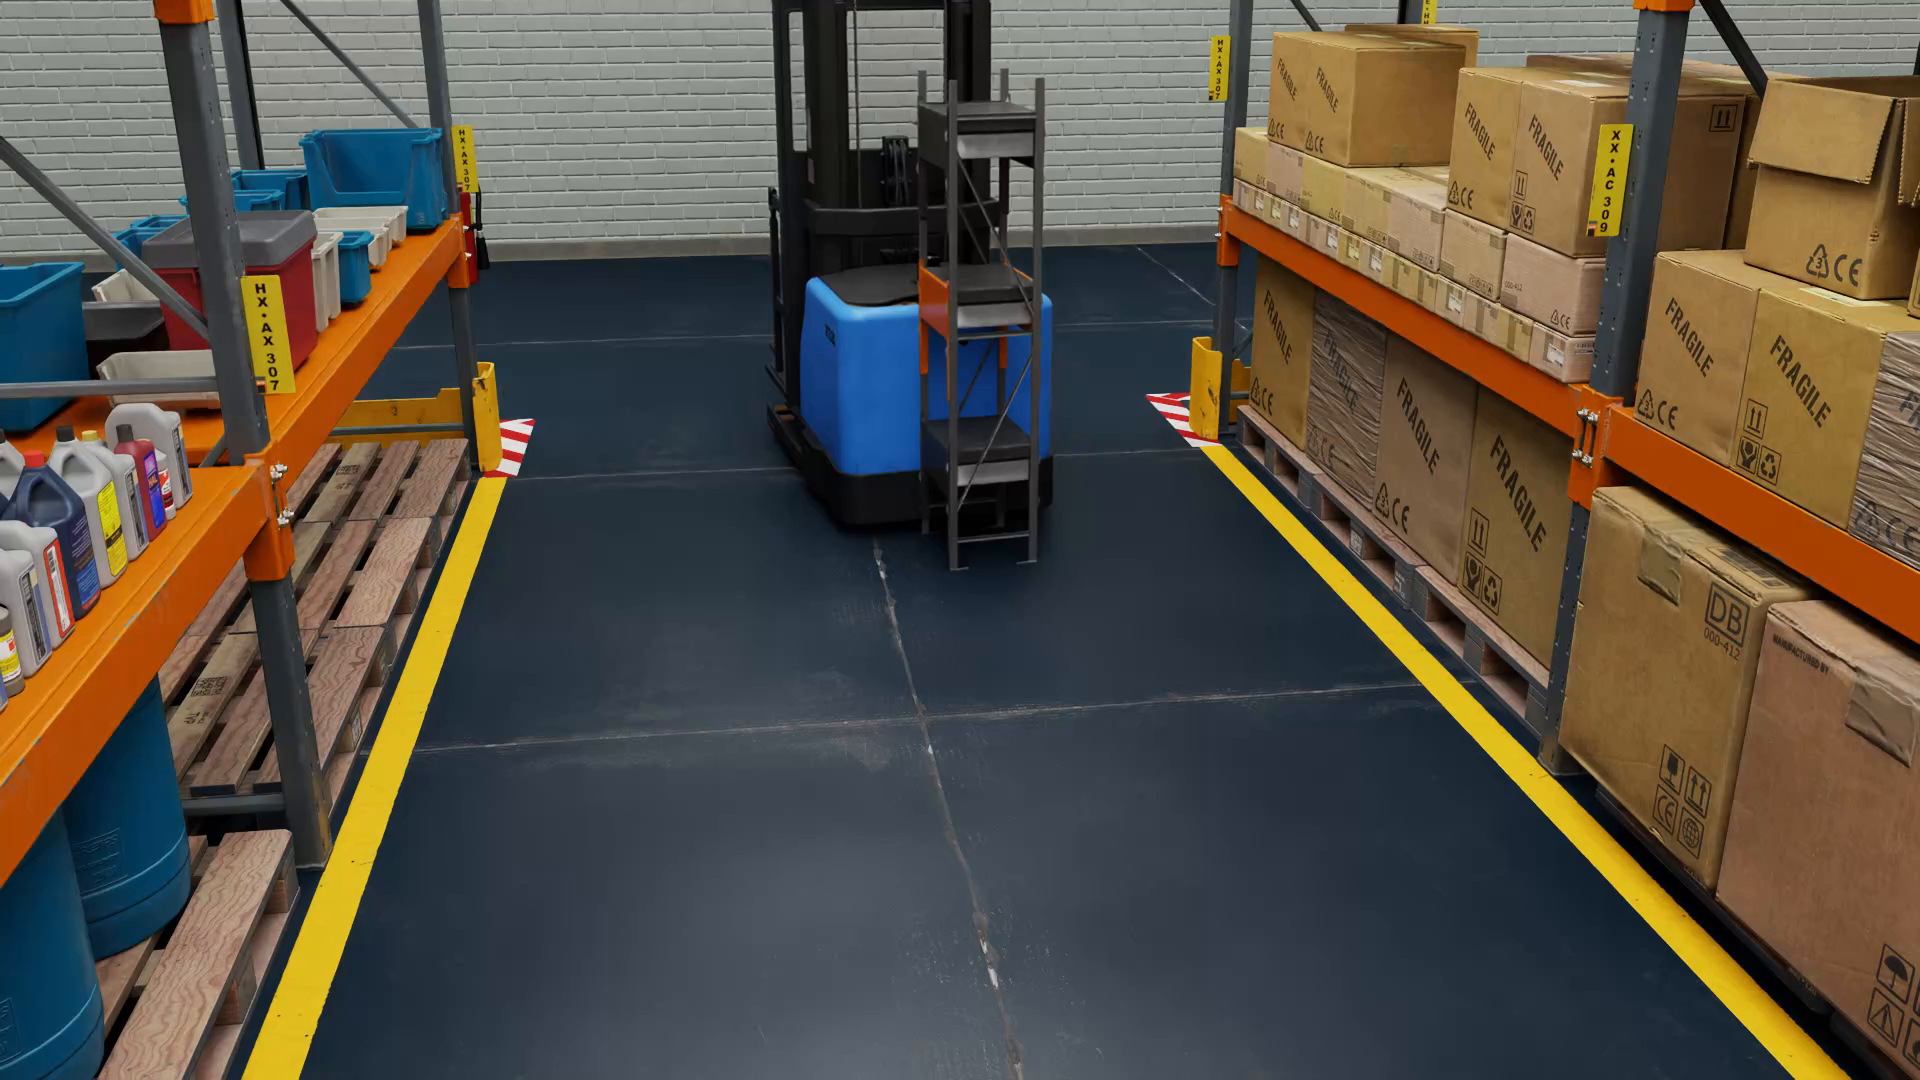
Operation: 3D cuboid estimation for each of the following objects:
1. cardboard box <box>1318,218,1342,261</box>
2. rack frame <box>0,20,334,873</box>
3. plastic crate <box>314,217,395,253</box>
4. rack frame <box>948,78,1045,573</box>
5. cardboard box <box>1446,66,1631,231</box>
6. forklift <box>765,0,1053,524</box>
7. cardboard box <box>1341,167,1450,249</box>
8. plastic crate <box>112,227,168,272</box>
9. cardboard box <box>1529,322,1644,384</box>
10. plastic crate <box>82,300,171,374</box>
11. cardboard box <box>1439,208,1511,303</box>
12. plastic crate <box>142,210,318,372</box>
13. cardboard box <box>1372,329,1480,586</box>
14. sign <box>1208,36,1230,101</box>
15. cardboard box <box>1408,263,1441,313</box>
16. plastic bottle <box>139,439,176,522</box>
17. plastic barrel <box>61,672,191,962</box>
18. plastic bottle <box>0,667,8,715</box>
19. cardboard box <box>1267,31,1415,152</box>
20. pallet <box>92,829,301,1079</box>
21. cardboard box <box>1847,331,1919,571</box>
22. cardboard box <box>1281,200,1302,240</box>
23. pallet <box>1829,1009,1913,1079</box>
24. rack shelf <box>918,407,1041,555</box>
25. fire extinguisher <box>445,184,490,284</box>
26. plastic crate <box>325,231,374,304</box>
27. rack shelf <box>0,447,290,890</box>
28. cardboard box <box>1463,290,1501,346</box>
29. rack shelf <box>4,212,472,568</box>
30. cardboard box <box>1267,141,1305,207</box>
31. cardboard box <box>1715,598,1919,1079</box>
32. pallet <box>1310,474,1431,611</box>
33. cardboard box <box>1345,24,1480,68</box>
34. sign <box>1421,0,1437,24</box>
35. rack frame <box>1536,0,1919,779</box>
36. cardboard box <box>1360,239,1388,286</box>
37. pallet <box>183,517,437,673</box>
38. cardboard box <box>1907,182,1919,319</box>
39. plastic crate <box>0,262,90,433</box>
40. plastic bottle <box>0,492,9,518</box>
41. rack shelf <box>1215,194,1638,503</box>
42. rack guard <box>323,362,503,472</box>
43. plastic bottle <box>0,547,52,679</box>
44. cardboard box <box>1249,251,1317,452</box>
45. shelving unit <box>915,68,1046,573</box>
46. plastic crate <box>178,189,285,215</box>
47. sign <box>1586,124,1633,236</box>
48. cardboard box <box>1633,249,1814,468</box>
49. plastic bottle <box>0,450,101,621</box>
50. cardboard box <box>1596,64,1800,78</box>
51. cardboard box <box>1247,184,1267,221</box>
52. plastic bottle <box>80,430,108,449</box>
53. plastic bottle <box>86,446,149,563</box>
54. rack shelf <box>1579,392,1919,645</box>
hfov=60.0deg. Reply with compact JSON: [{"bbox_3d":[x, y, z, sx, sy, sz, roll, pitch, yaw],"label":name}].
[{"bbox_3d":[1.810,-1.333,7.357,0.380,0.149,0.250,-3,21,-8],"label":"cardboard box"},{"bbox_3d":[-2.427,-0.400,4.501,1.000,3.000,0.127,-3,21,-8],"label":"rack frame"},{"bbox_3d":[-2.679,-1.316,7.243,0.396,0.136,0.243,-3,21,-8],"label":"plastic crate"},{"bbox_3d":[0.148,-0.861,7.021,0.400,2.100,0.015,-6,21,-15],"label":"rack frame"},{"bbox_3d":[2.076,-1.390,5.868,0.500,0.500,0.500,-3,21,-7],"label":"cardboard box"},{"bbox_3d":[-0.449,-1.928,8.688,1.130,2.935,3.031,-6,21,-15],"label":"forklift"},{"bbox_3d":[1.931,-1.390,6.941,0.500,0.250,0.500,-3,21,-9],"label":"cardboard box"},{"bbox_3d":[-3.060,-1.073,6.456,0.416,0.233,0.300,-3,21,-8],"label":"plastic crate"},{"bbox_3d":[2.107,-0.622,5.452,0.380,0.149,0.250,-3,21,-7],"label":"cardboard box"},{"bbox_3d":[-2.854,-0.674,5.540,0.437,0.125,0.590,-3,21,-8],"label":"plastic crate"},{"bbox_3d":[2.074,-1.038,5.997,0.500,0.250,0.500,-2,21,-6],"label":"cardboard box"},{"bbox_3d":[-2.307,-0.780,5.341,0.402,0.464,0.583,-3,21,-8],"label":"plastic crate"},{"bbox_3d":[2.329,-0.396,6.925,0.875,0.875,0.875,-3,21,-8],"label":"cardboard box"},{"bbox_3d":[1.348,-2.452,8.643,0.100,0.325,0.005,-3,21,-8],"label":"sign"},{"bbox_3d":[1.958,-0.978,6.406,0.380,0.149,0.250,-3,21,-7],"label":"cardboard box"},{"bbox_3d":[-2.006,-0.148,4.110,0.097,0.201,0.097,0,20,0],"label":"plastic bottle"},{"bbox_3d":[-2.365,0.575,4.288,0.600,0.901,0.708,-3,21,-8],"label":"plastic barrel"},{"bbox_3d":[-1.872,0.206,3.055,0.152,0.276,0.135,-3,21,-8],"label":"plastic bottle"},{"bbox_3d":[1.772,-2.103,7.776,0.500,0.500,0.500,-3,21,-9],"label":"cardboard box"},{"bbox_3d":[-2.357,1.175,4.268,1.003,0.211,1.213,-3,21,-8],"label":"pallet"},{"bbox_3d":[2.439,-0.178,3.762,0.500,0.500,0.500,-3,21,-9],"label":"cardboard box"},{"bbox_3d":[1.737,-1.510,7.832,0.380,0.149,0.250,-3,21,-9],"label":"cardboard box"},{"bbox_3d":[2.840,1.343,3.819,1.003,0.211,1.213,-3,21,-8],"label":"pallet"},{"bbox_3d":[0.081,-0.275,7.491,0.431,0.518,0.480,-6,21,-15],"label":"rack shelf"},{"bbox_3d":[-2.575,-1.650,8.489,0.296,0.674,0.183,-3,21,-8],"label":"fire extinguisher"},{"bbox_3d":[-2.453,-1.037,6.359,0.416,0.233,0.300,-3,21,-8],"label":"plastic crate"},{"bbox_3d":[-2.138,0.629,2.773,1.077,0.370,4.000,-3,21,-8],"label":"rack shelf"},{"bbox_3d":[2.032,-0.800,5.929,0.380,0.149,0.250,-3,21,-9],"label":"cardboard box"},{"bbox_3d":[-2.715,-0.756,6.481,1.077,0.370,4.000,-3,21,-8],"label":"rack shelf"},{"bbox_3d":[1.782,-1.745,7.890,0.500,0.250,0.500,-3,21,-8],"label":"cardboard box"},{"bbox_3d":[2.716,0.678,4.050,1.225,0.875,0.875,-4,21,-10],"label":"cardboard box"},{"bbox_3d":[2.263,-0.034,7.507,1.003,0.211,1.213,-3,21,-8],"label":"pallet"},{"bbox_3d":[2.228,-2.300,8.305,0.500,0.500,0.500,-3,21,-7],"label":"cardboard box"},{"bbox_3d":[2.437,-2.711,8.694,0.100,0.325,0.005,-3,21,-8],"label":"sign"},{"bbox_3d":[2.475,-0.650,5.170,1.000,3.000,0.127,-3,21,-8],"label":"rack frame"},{"bbox_3d":[1.885,-1.155,6.880,0.380,0.149,0.250,-3,21,-7],"label":"cardboard box"},{"bbox_3d":[-2.750,0.230,6.799,1.003,0.211,1.213,-3,21,-8],"label":"pallet"},{"bbox_3d":[2.662,-0.708,3.748,0.797,0.503,0.637,-3,21,-7],"label":"cardboard box"},{"bbox_3d":[-2.831,-0.566,4.880,0.392,0.384,0.575,-3,21,-8],"label":"plastic crate"},{"bbox_3d":[-2.086,-0.004,3.511,0.144,0.351,0.185,-3,21,-8],"label":"plastic bottle"},{"bbox_3d":[2.186,-1.006,7.150,1.077,0.370,4.000,-3,21,-8],"label":"rack shelf"},{"bbox_3d":[-3.019,-0.622,8.667,1.175,0.500,0.348,-3,21,-8],"label":"rack guard"},{"bbox_3d":[-1.905,0.126,3.270,0.152,0.276,0.135,-3,21,-8],"label":"plastic bottle"},{"bbox_3d":[2.069,-1.019,8.594,0.875,0.875,0.875,-3,21,-8],"label":"cardboard box"},{"bbox_3d":[0.081,-0.943,7.241,0.431,2.100,0.503,-6,21,-15],"label":"shelving unit"},{"bbox_3d":[-3.198,-1.405,7.344,0.416,0.233,0.300,-3,21,-8],"label":"plastic crate"},{"bbox_3d":[1.926,-1.064,4.928,0.100,0.325,0.005,-3,21,-8],"label":"sign"},{"bbox_3d":[2.294,-0.525,4.692,0.500,0.500,0.500,-3,21,-8],"label":"cardboard box"},{"bbox_3d":[-1.944,-0.012,3.531,0.144,0.351,0.185,-3,21,-8],"label":"plastic bottle"},{"bbox_3d":[2.595,-1.420,5.949,0.500,0.500,0.500,-3,21,-8],"label":"cardboard box"},{"bbox_3d":[1.661,-1.689,8.311,0.380,0.149,0.250,-3,21,-9],"label":"cardboard box"},{"bbox_3d":[-2.171,-0.174,4.180,0.097,0.201,0.097,0,20,0],"label":"plastic bottle"},{"bbox_3d":[-1.997,-0.096,3.863,0.152,0.276,0.135,-3,21,-8],"label":"plastic bottle"},{"bbox_3d":[2.763,0.379,3.442,1.077,0.370,4.000,-3,21,-8],"label":"rack shelf"}]
